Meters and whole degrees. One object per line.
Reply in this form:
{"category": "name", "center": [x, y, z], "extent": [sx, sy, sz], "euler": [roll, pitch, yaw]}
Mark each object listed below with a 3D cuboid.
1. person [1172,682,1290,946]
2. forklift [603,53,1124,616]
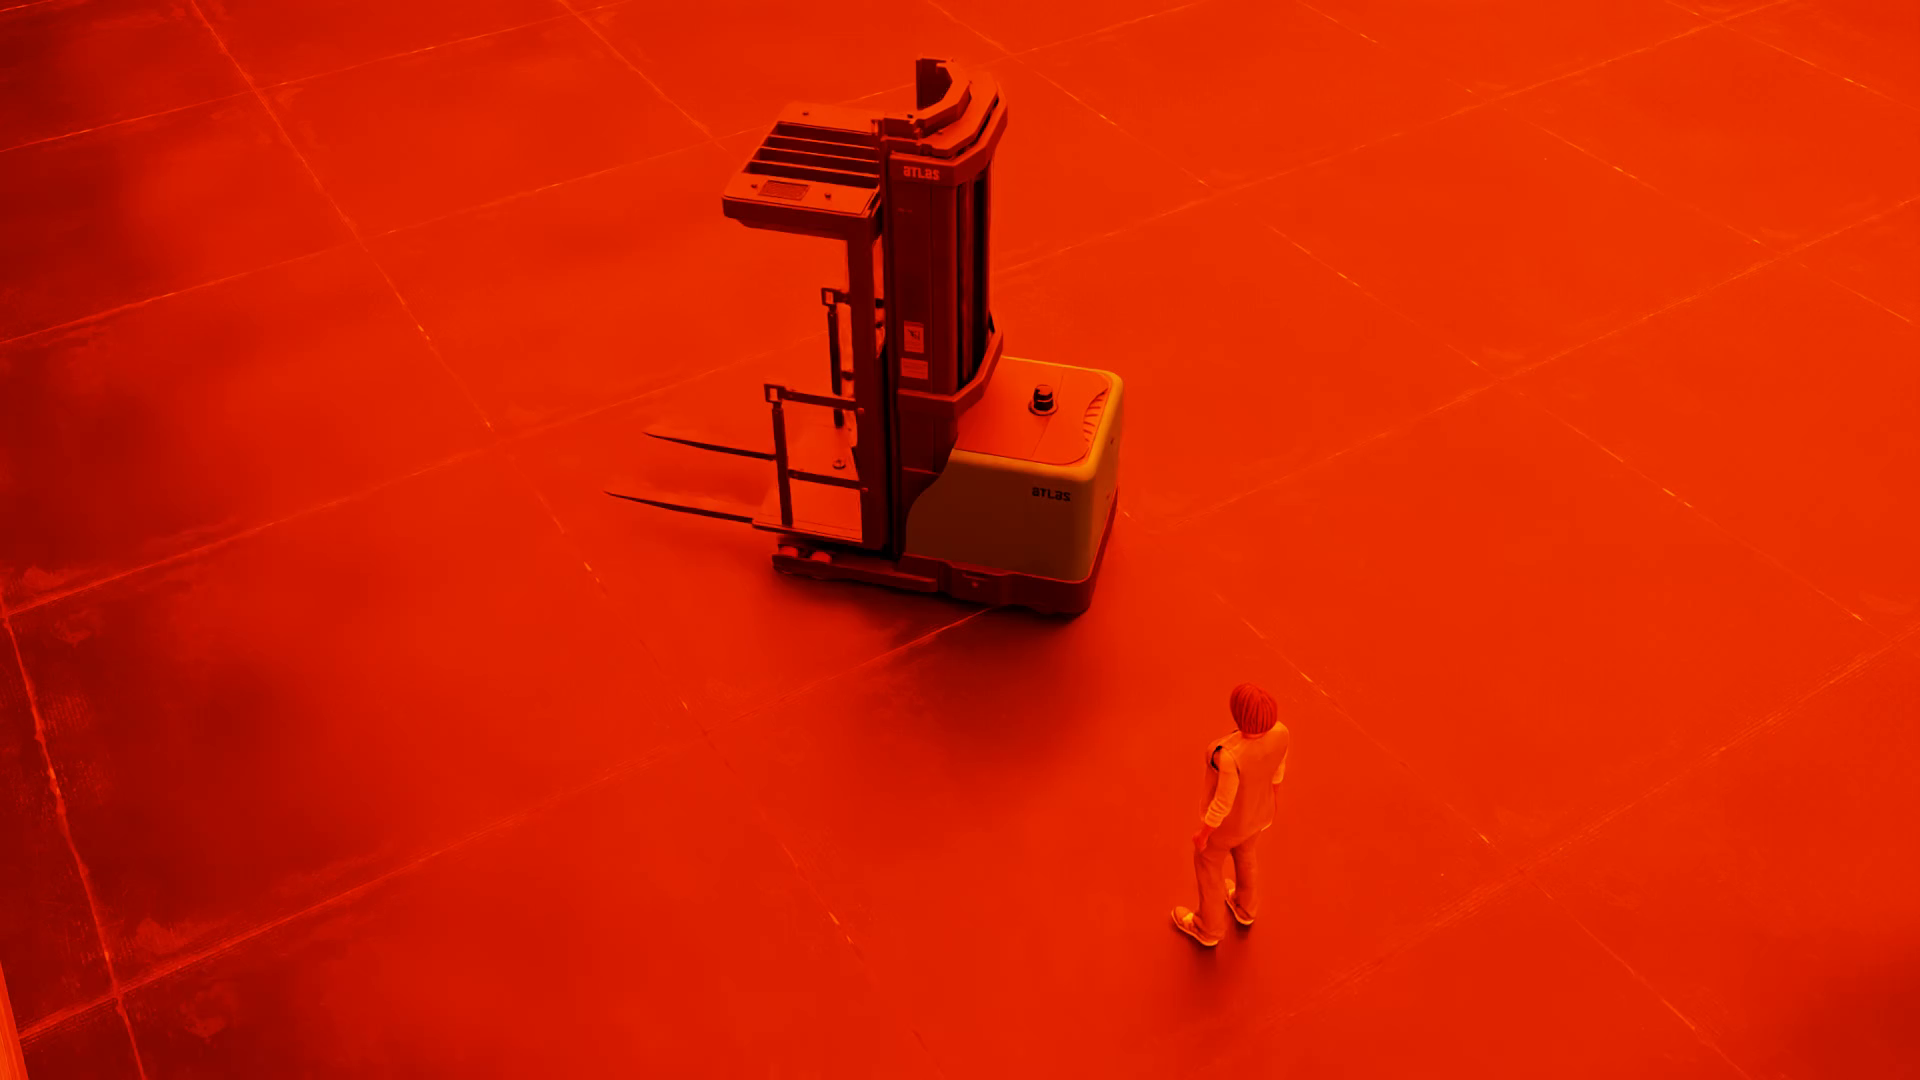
{"category": "person", "center": [1.233, 1.229, 7.478], "extent": [0.465, 1.599, 0.317], "euler": [-26, 47, -26]}
{"category": "forklift", "center": [-0.620, -1.196, 9.240], "extent": [3.031, 2.935, 1.130], "euler": [10, 42, 11]}
